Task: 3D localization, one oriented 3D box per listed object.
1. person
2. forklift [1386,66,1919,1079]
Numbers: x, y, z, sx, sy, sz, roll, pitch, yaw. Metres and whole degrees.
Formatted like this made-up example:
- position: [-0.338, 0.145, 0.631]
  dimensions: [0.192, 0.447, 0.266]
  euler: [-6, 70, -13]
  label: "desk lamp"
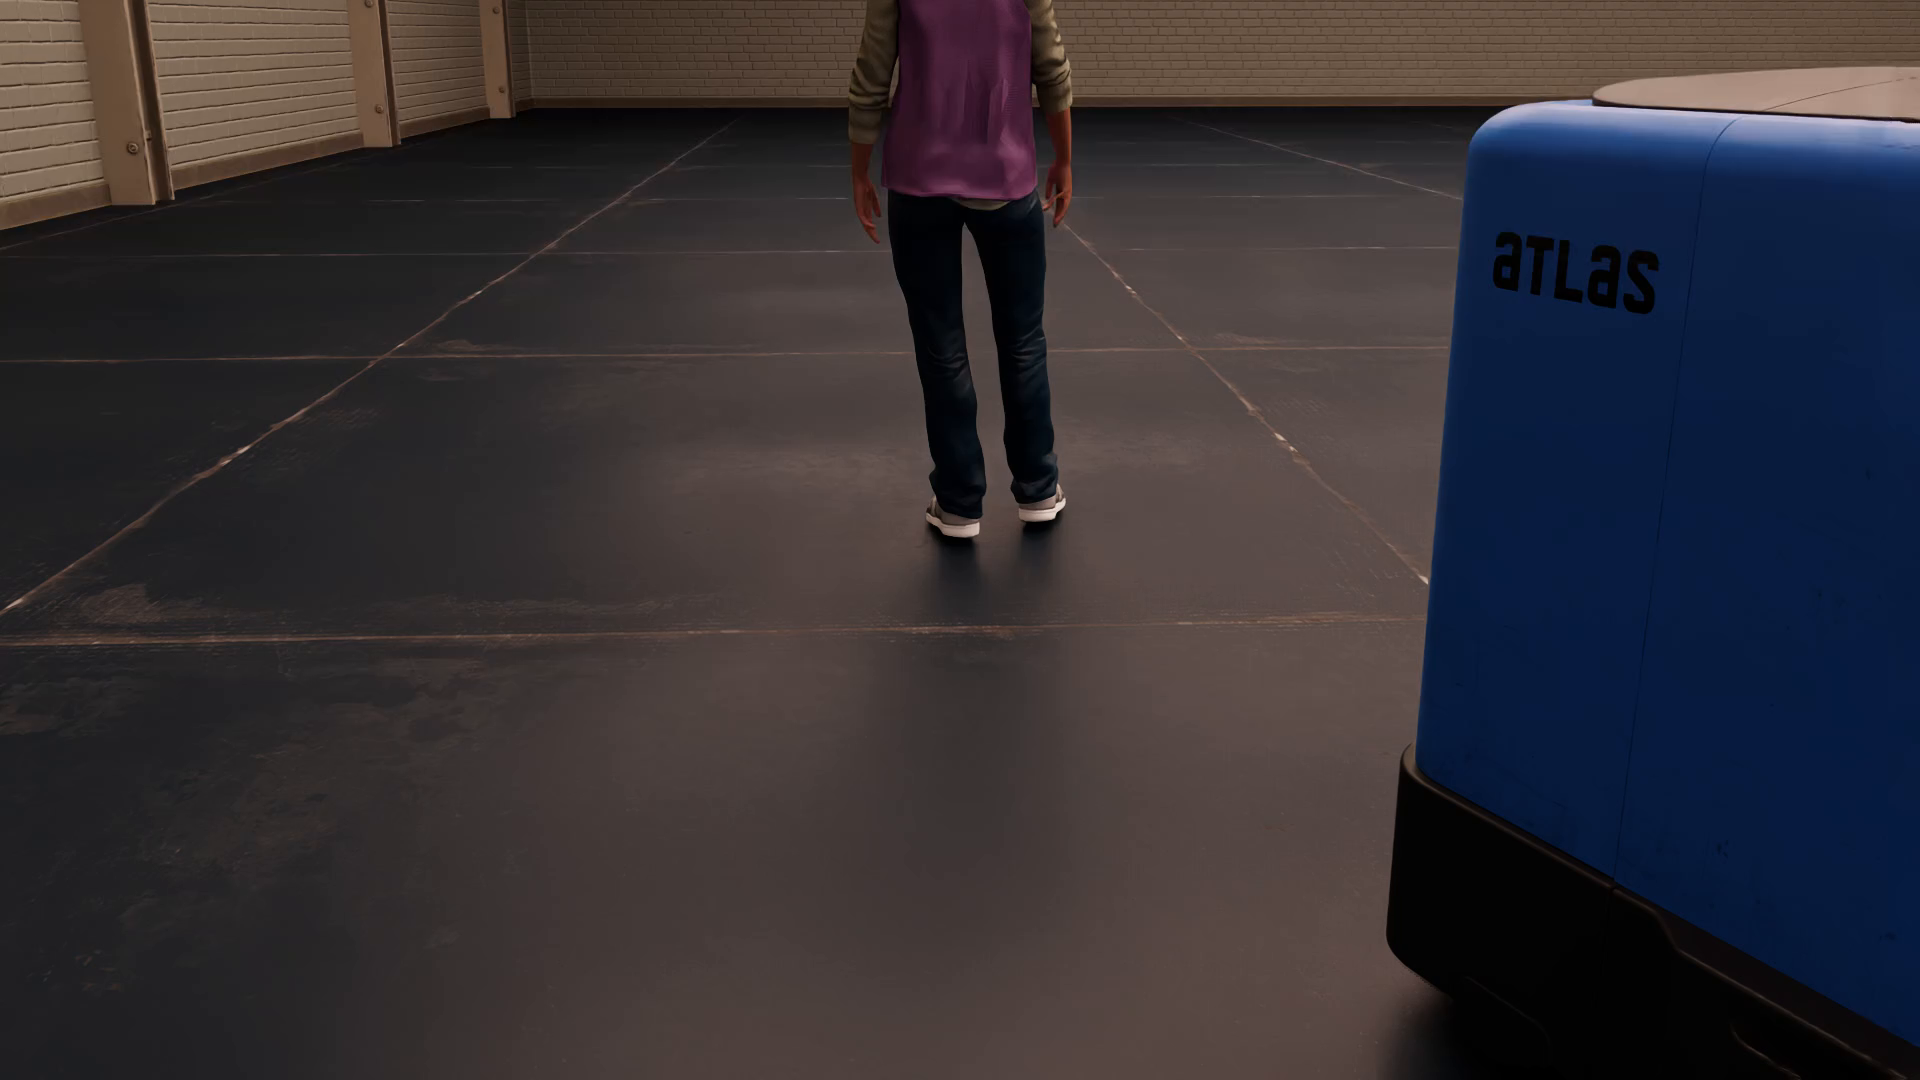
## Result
- position: [0.010, -0.793, 3.754]
  dimensions: [0.520, 1.599, 0.473]
  euler: [-1, 17, -3]
  label: "person"
- position: [1.650, -0.524, 0.621]
  dimensions: [1.130, 2.935, 3.031]
  euler: [-9, 19, -26]
  label: "forklift"
